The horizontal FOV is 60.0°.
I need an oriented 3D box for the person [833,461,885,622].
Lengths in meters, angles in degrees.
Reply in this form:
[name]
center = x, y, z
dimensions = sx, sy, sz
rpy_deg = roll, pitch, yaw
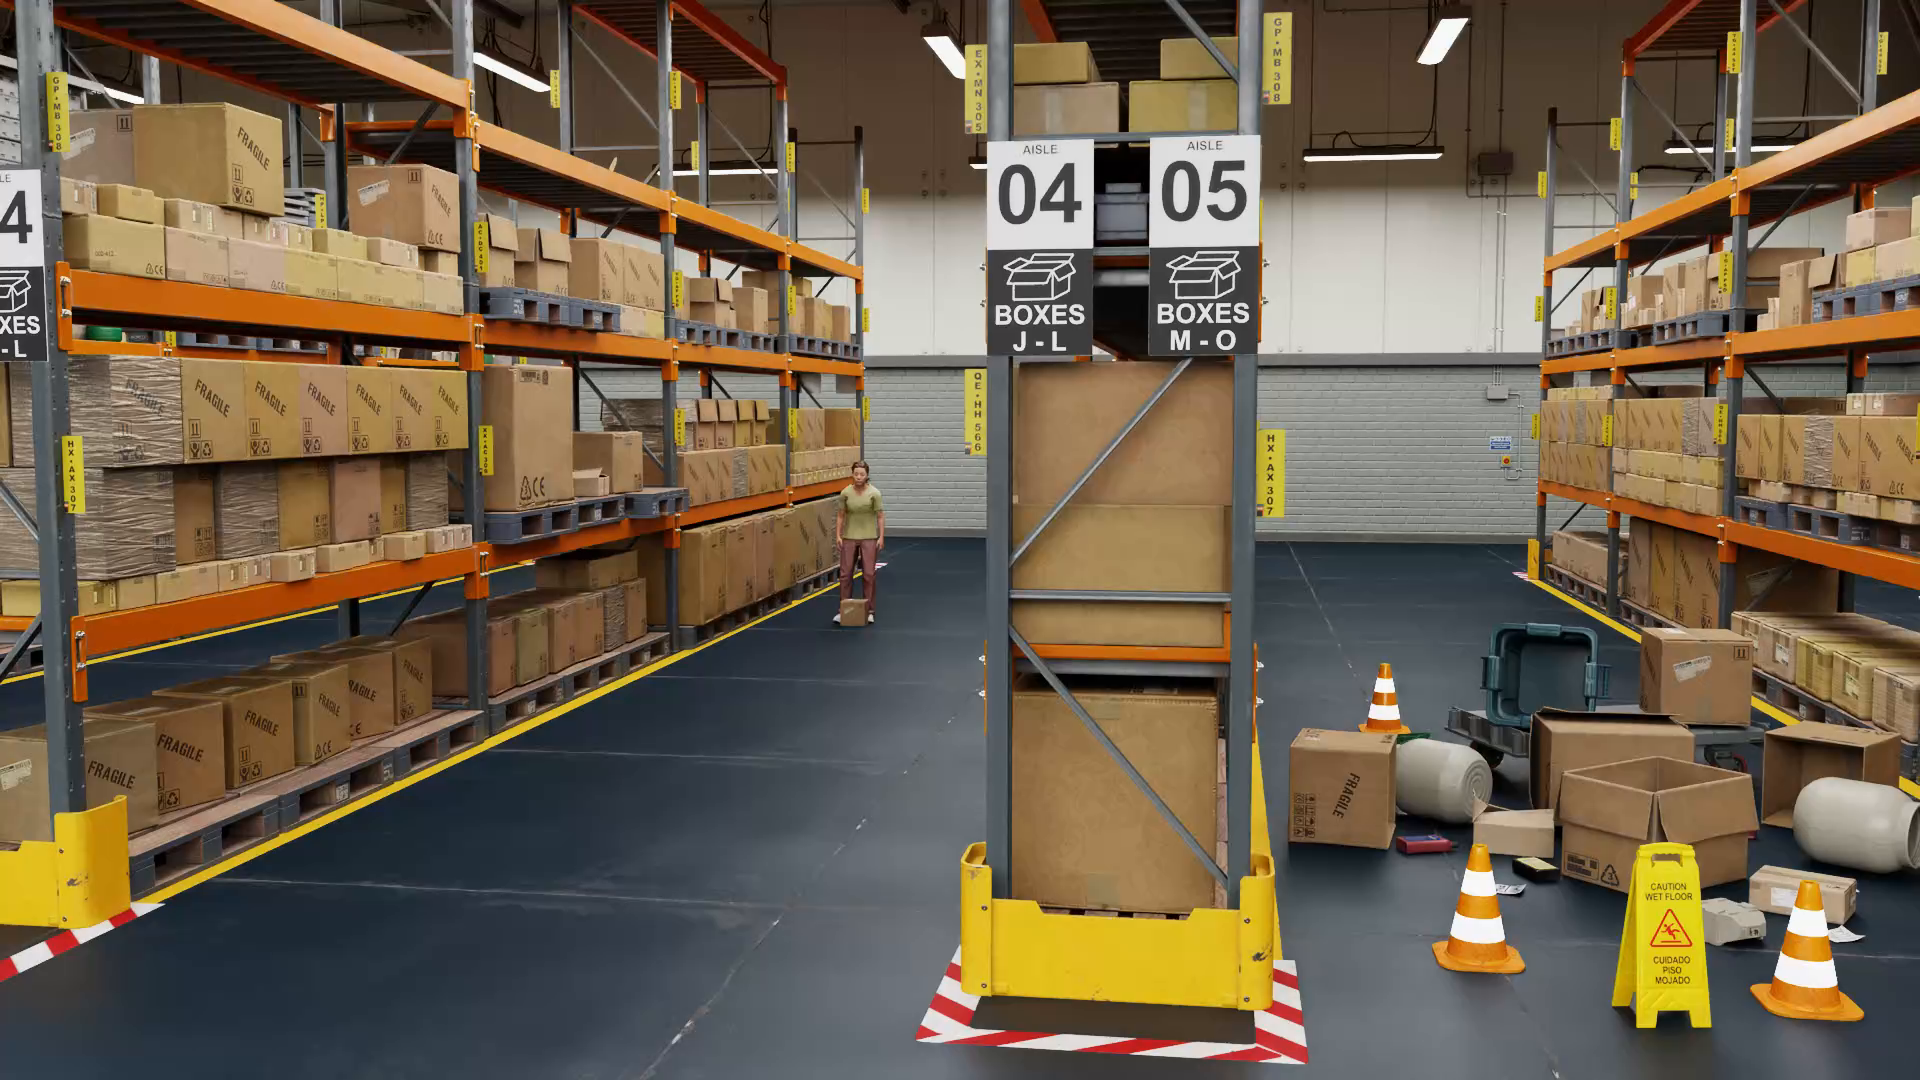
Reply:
[person]
center = -1.041, 0.013, 17.197
dimensions = 0.520, 1.673, 0.353
rpy_deg = 0, 5, 6
